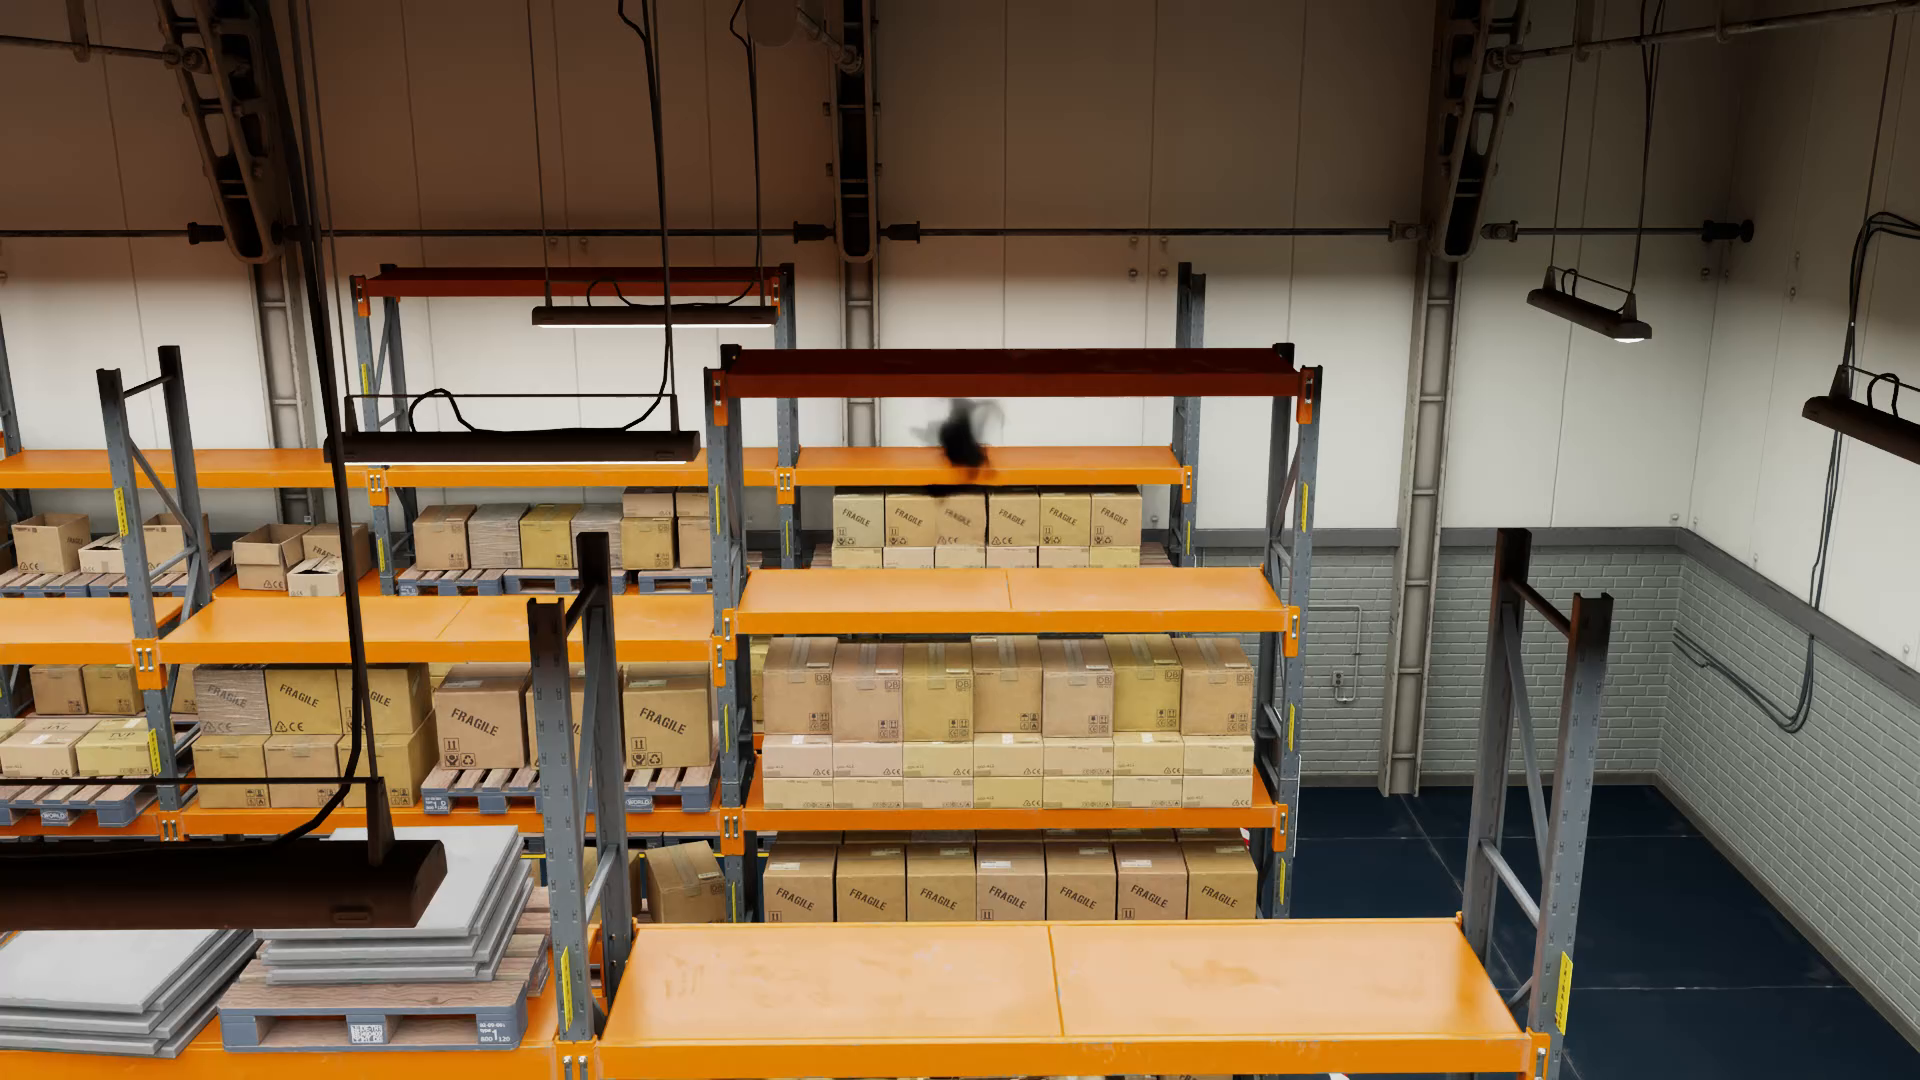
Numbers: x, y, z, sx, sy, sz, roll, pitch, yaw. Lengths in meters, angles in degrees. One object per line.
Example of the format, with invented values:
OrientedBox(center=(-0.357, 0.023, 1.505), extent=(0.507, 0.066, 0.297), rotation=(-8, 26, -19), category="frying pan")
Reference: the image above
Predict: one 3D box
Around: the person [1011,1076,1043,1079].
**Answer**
OrientedBox(center=(0.530, 4.225, 11.072), extent=(0.924, 1.696, 0.550), rotation=(-3, 16, -12), category="person")
